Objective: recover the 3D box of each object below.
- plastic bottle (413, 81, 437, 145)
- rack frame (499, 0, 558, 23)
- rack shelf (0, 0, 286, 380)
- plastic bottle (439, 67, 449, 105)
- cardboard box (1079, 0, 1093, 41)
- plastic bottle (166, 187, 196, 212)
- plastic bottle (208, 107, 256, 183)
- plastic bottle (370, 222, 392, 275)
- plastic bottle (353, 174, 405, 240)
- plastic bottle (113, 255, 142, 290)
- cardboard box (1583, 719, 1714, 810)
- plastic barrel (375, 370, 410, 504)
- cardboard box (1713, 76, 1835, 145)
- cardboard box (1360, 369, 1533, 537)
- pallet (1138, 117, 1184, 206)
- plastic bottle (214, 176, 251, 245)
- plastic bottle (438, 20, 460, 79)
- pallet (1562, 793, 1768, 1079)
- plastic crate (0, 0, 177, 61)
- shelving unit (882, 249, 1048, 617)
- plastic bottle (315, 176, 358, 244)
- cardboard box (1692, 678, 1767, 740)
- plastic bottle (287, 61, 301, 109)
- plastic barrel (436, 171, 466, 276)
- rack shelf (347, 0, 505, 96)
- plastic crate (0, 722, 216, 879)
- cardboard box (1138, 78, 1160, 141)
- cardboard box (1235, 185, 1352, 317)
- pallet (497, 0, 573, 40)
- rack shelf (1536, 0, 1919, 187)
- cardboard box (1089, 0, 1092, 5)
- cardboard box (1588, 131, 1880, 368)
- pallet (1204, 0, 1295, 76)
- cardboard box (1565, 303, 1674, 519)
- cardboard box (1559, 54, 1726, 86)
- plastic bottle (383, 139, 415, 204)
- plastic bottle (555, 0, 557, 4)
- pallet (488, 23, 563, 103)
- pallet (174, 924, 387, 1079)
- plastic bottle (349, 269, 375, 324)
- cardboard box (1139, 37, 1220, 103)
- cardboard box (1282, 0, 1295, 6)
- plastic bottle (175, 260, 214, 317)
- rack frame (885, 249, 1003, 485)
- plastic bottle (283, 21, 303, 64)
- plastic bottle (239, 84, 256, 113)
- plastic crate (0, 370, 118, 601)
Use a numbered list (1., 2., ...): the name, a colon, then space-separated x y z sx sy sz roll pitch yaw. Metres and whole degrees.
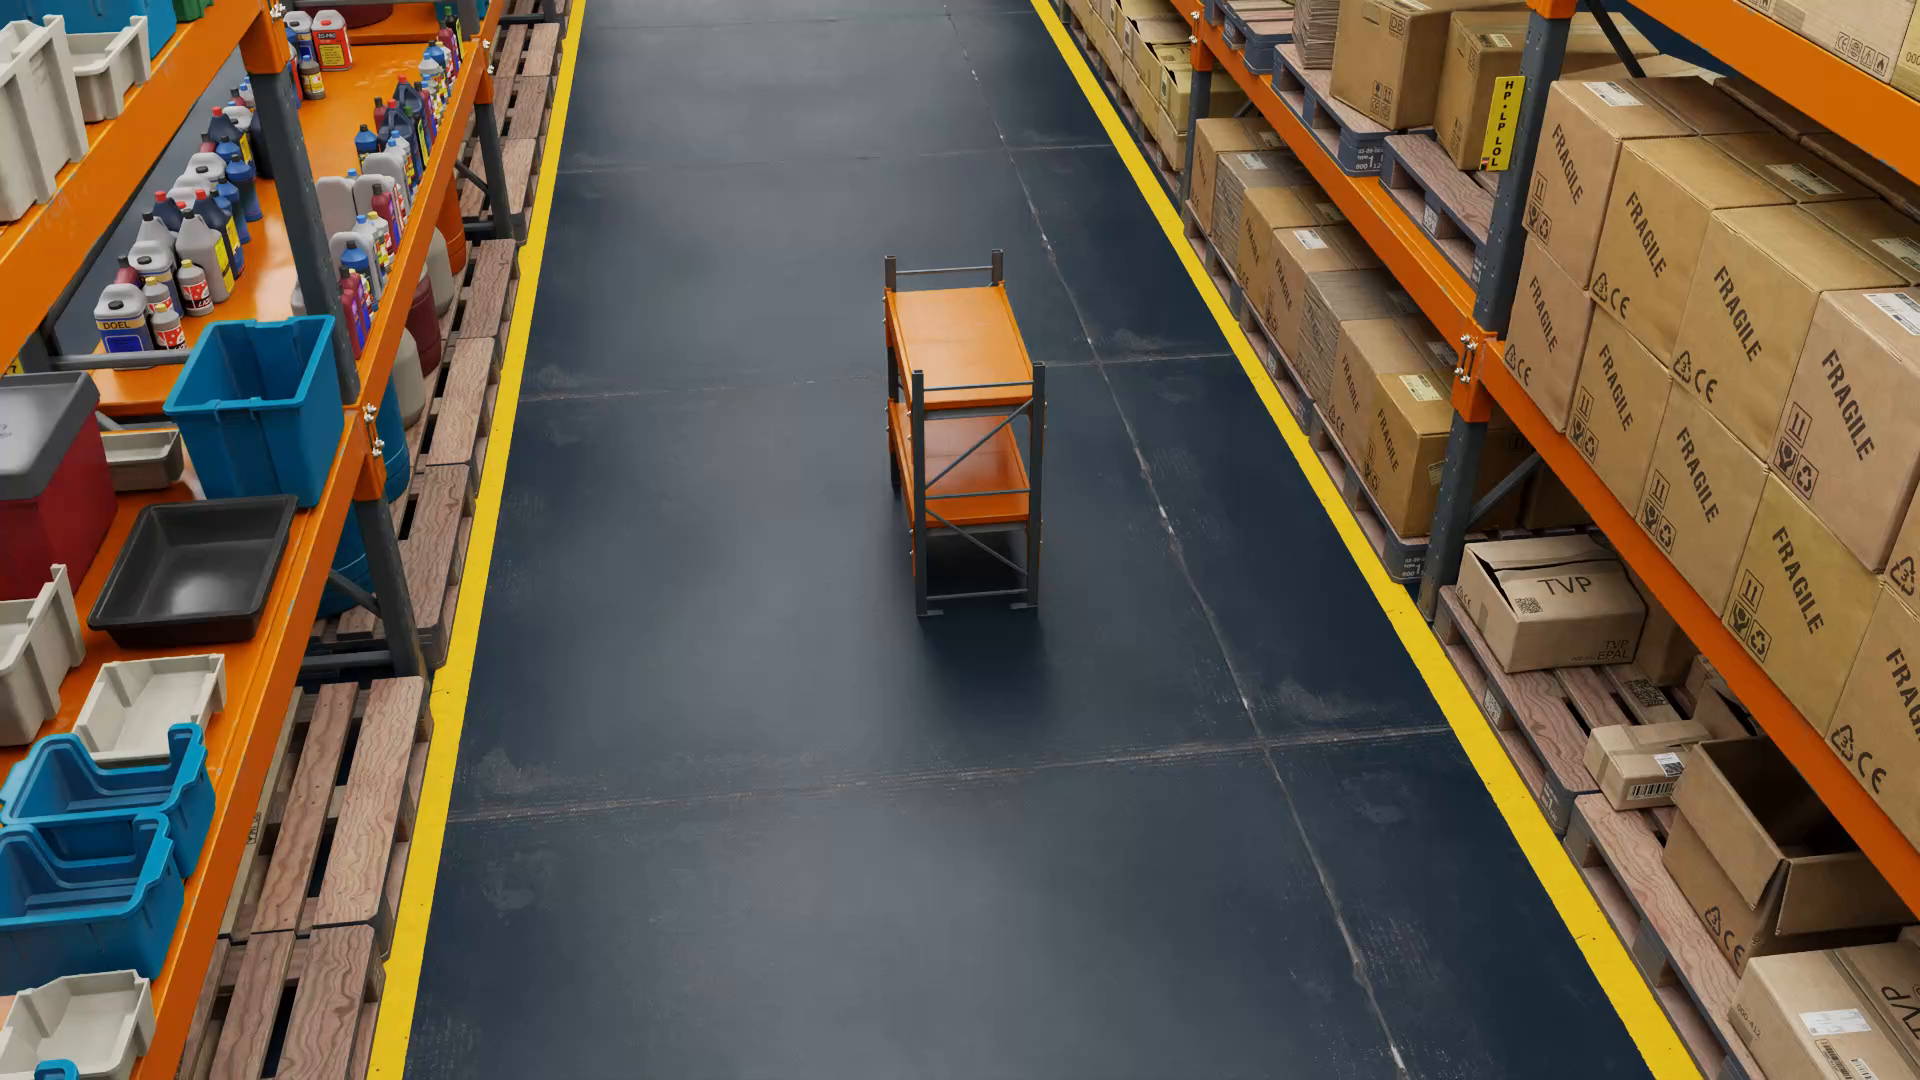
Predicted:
1. plastic bottle: -2.434 -1.950 7.552 0.061 0.283 0.133 -4 35 -6
2. rack frame: -3.603 -5.062 12.014 1.000 3.000 0.127 -4 35 -6
3. rack shelf: -2.258 -0.424 3.184 1.077 0.370 4.000 -4 35 -6
4. plastic bottle: -2.520 -2.197 7.986 0.097 0.201 0.097 0 34 0
5. cardboard box: 1.182 -3.943 12.441 0.500 0.250 0.500 -4 34 -5
6. plastic bottle: -3.017 -1.227 6.497 0.152 0.276 0.135 -4 35 -6
7. plastic bottle: -3.123 -1.680 7.096 0.144 0.351 0.185 -4 35 -6
8. plastic bottle: -2.263 -1.128 6.418 0.097 0.201 0.097 0 34 0
9. plastic bottle: -2.336 -1.350 6.678 0.152 0.276 0.135 -4 35 -6
10. plastic bottle: -2.977 -0.871 5.967 0.061 0.283 0.133 -4 35 -6
11. cardboard box: 2.350 0.751 5.610 0.380 0.166 0.250 -4 35 -6
12. plastic barrel: -2.679 -0.604 6.963 0.600 0.901 0.708 -4 35 -6
13. cardboard box: 2.706 -1.163 5.316 0.500 0.500 0.500 -4 34 -6
14. cardboard box: 2.031 -0.373 6.963 0.500 0.500 0.500 -5 35 -7
15. pallet: 1.772 -2.513 10.750 1.003 0.211 1.213 -4 35 -6
16. plastic bottle: -2.914 -1.320 6.638 0.097 0.271 0.097 0 34 0
17. plastic bottle: -2.557 -2.459 8.299 0.061 0.283 0.133 -4 35 -6
18. pallet: 2.640 1.247 5.233 1.003 0.211 1.213 -4 35 -6
19. plastic crate: -2.088 -1.284 3.956 0.416 0.233 0.300 -4 35 -6
20. shelving unit: 0.001 -0.461 6.928 0.538 1.125 1.048 -4 35 -6
21. plastic bottle: -2.487 -1.339 6.661 0.152 0.276 0.135 -4 35 -6
22. cardboard box: 2.840 0.674 5.595 0.500 0.311 0.500 -4 35 -6
23. plastic bottle: -3.216 -2.190 7.915 0.097 0.271 0.097 0 34 0
24. plastic barrel: -2.982 -1.835 8.833 0.600 0.830 0.708 -4 35 -6
25. rack shelf: -3.334 -3.649 10.579 1.077 0.370 4.000 -4 35 -6
26. plastic crate: -1.914 0.614 3.781 0.416 0.233 0.300 -4 35 -6
27. cardboard box: 1.459 -2.803 10.768 0.500 0.250 0.500 -5 35 -7
28. cardboard box: 1.760 -1.504 8.622 0.500 0.500 0.500 -5 35 -7
29. pallet: -3.652 -4.288 13.354 1.003 0.211 1.213 -4 35 -6
30. rack shelf: 2.651 -0.797 3.731 1.077 0.370 4.000 -4 35 -6
31. cardboard box: 1.177 -4.175 12.283 0.500 0.311 0.500 -5 35 -7
32. cardboard box: 2.236 -0.853 4.862 0.500 0.500 0.500 -5 35 -8
33. pallet: 2.005 -2.751 8.793 1.213 0.211 1.003 -4 35 -6
34. cardboard box: 2.252 -0.422 5.116 0.500 0.500 0.500 -4 34 -6
35. cardboard box: 2.540 -1.467 6.277 0.700 0.500 0.500 -16 37 -22
36. plastic bottle: -2.356 -1.545 6.967 0.097 0.271 0.097 0 34 0
37. plastic bottle: -3.211 -4.327 12.968 0.097 0.271 0.097 0 34 0
38. pallet: -3.459 -3.474 12.161 1.003 0.211 1.213 -4 35 -6
39. pallet: -2.222 1.644 4.650 1.003 0.211 1.213 -4 35 -6
40. plastic bottle: -2.205 -0.890 6.069 0.097 0.201 0.097 0 34 0
41. cardboard box: 1.453 -3.035 10.611 0.500 0.311 0.500 -5 35 -7
42. cardboard box: 2.040 -3.075 8.637 0.700 0.500 0.500 -16 37 -22
43. plastic bottle: -2.828 -0.935 6.134 0.097 0.201 0.097 0 34 0
44. rack frame: -0.067 -0.745 7.344 0.500 1.125 0.032 -4 35 -6
45. plastic bottle: -3.339 -2.444 8.287 0.097 0.271 0.097 0 34 0
46. plastic bottle: -3.214 -1.928 7.530 0.097 0.271 0.097 0 34 0
47. plastic crate: -2.656 -0.132 4.670 0.402 0.464 0.583 -4 35 -6
